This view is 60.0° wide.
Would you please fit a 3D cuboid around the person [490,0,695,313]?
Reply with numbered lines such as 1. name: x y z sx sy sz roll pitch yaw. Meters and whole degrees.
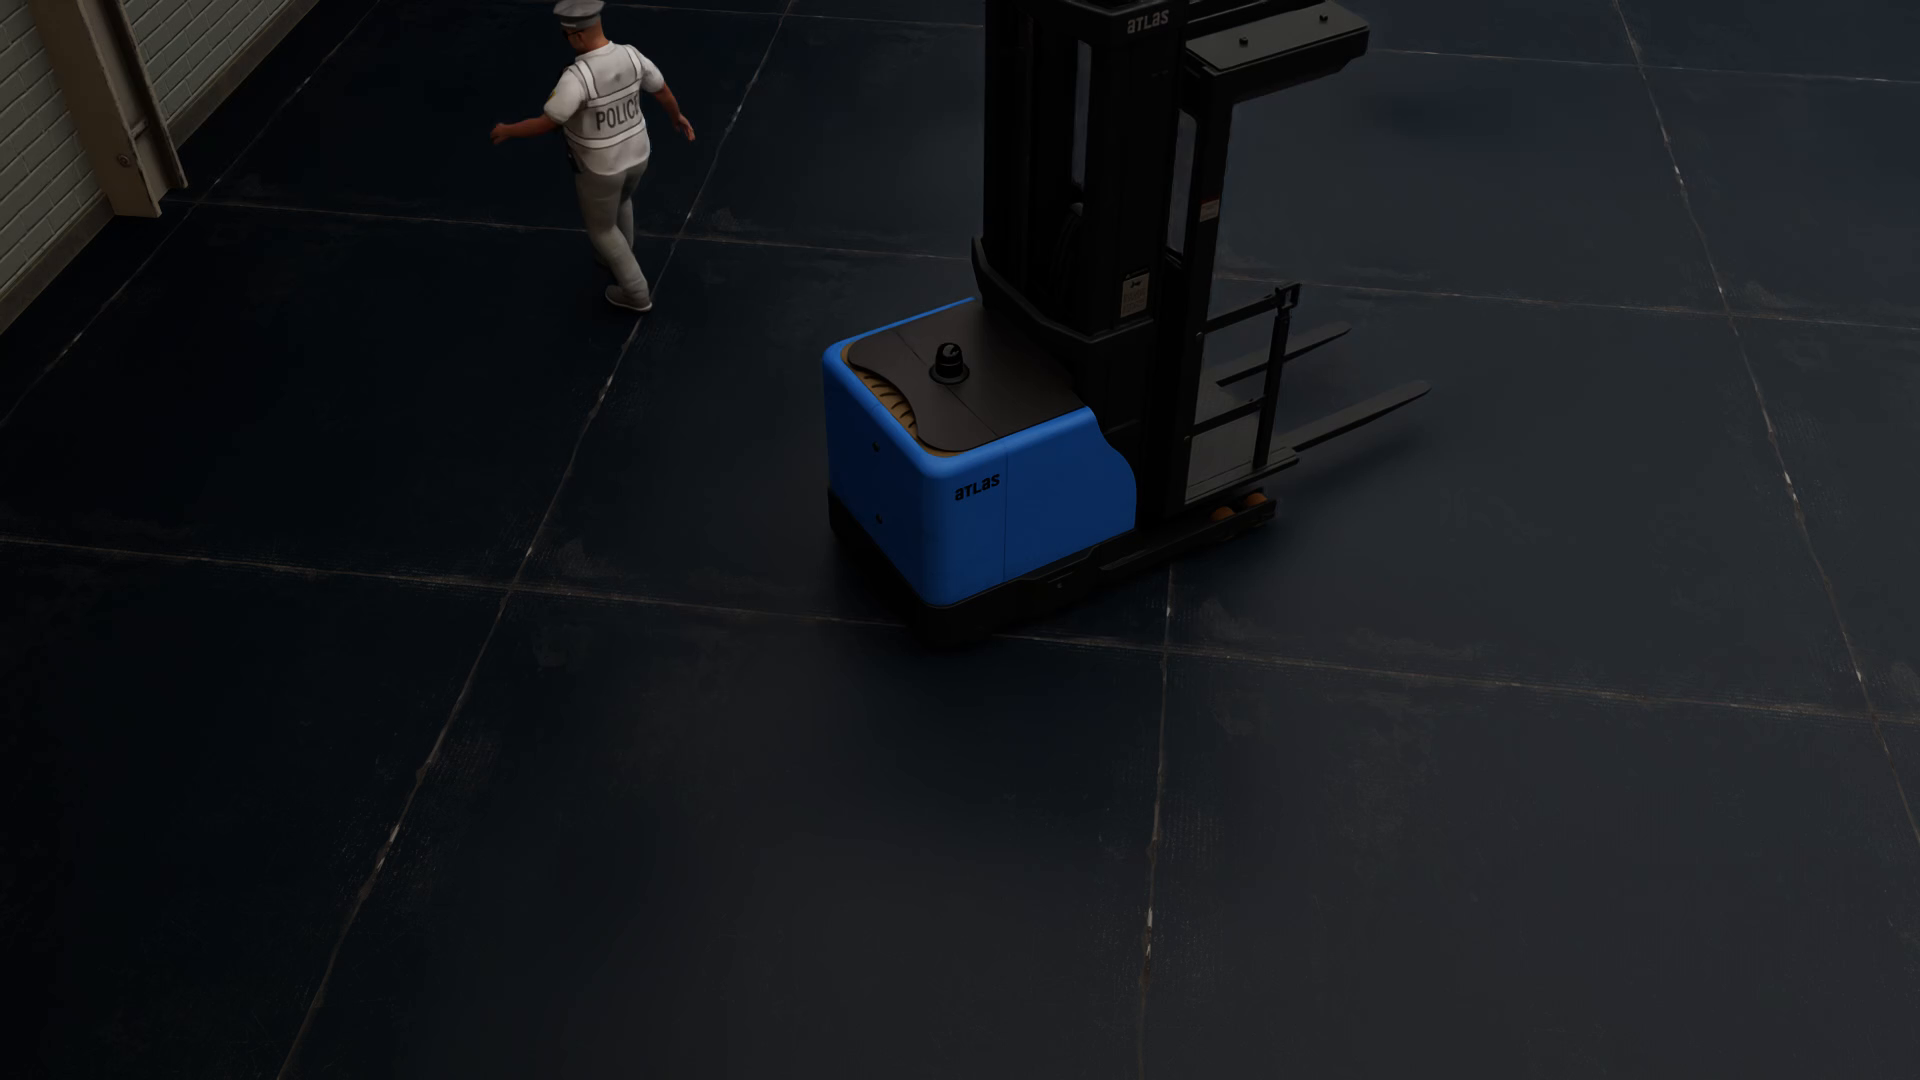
1. person: -1.927 -2.087 8.927 0.701 1.756 1.011 29 50 28

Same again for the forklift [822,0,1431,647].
1. forklift: 0.914 -1.358 7.203 3.031 2.935 1.130 -22 47 -22
